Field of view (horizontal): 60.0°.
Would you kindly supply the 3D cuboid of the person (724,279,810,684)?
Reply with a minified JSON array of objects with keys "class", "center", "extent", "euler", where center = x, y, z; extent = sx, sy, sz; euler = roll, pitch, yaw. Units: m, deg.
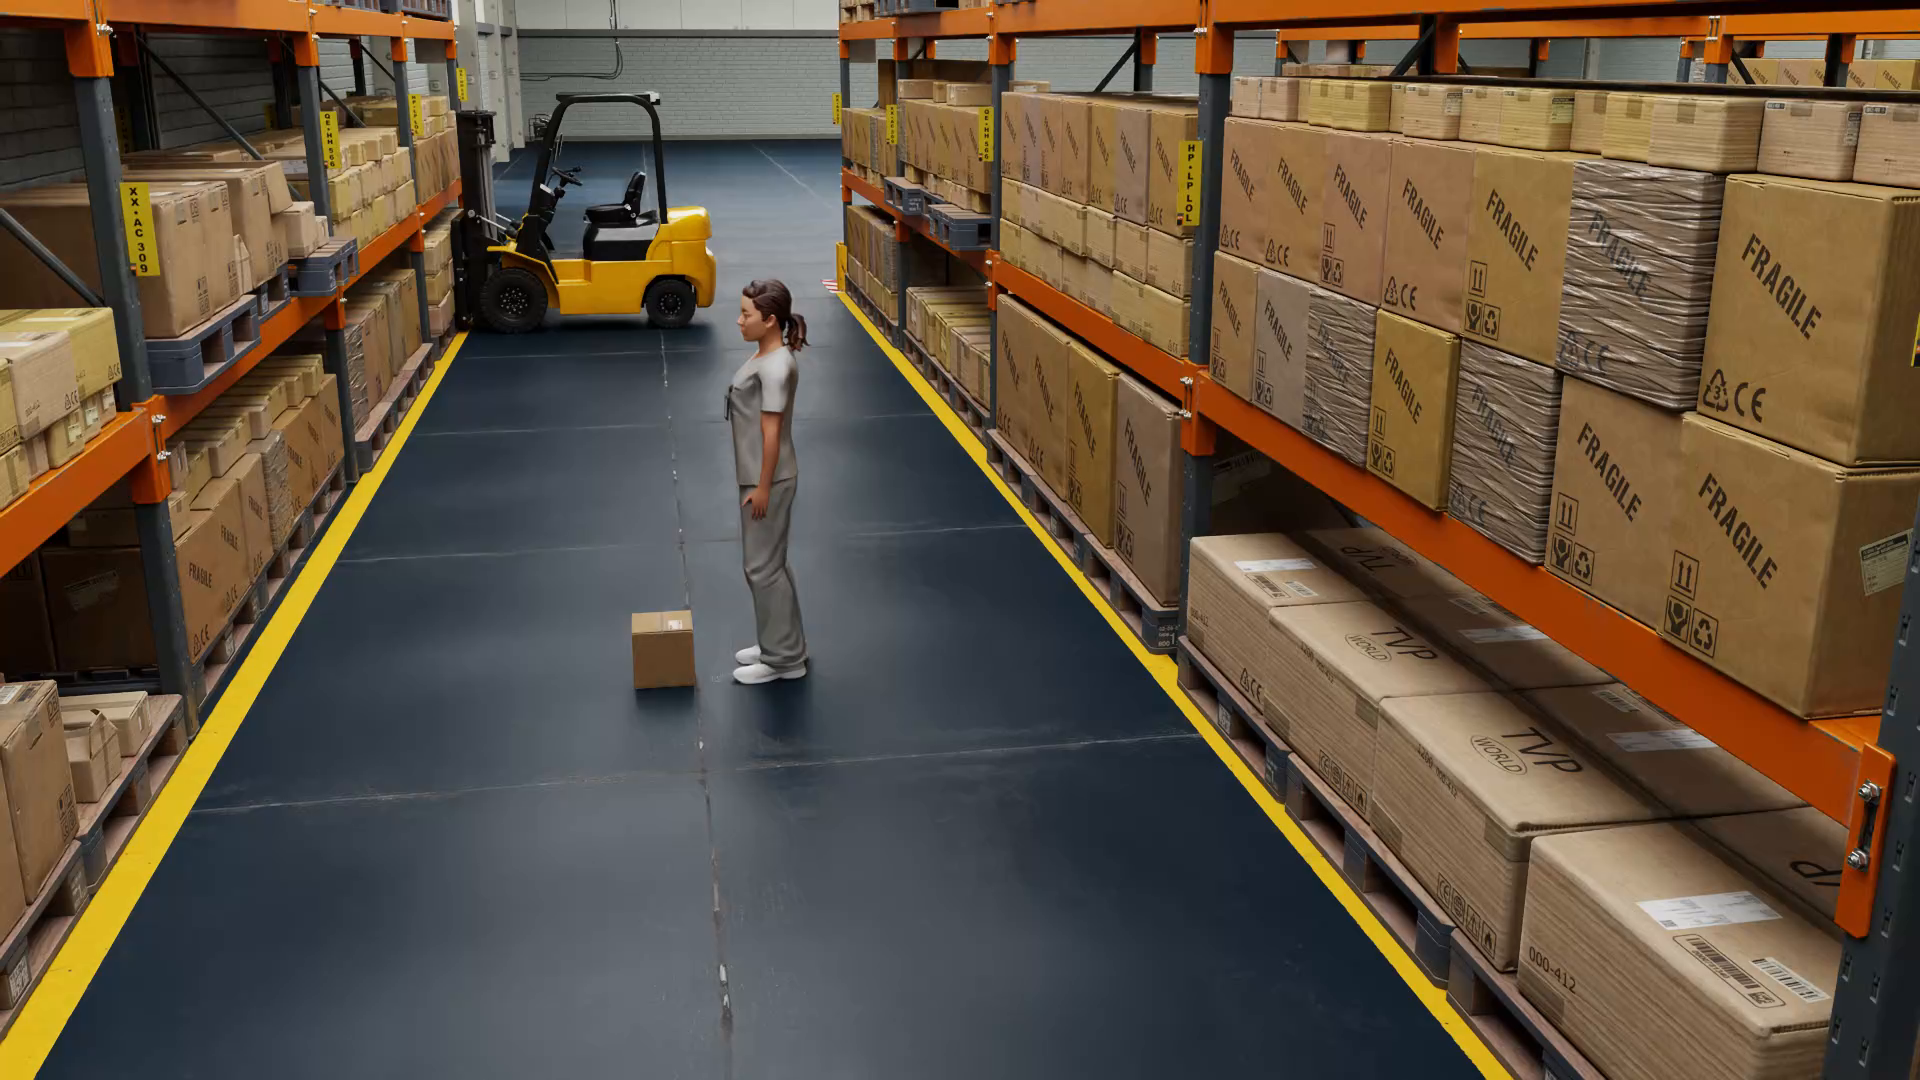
[{"class":"person","center":[-0.792,-0.237,6.864],"extent":[0.356,1.674,0.439],"euler":[-3,17,-9]}]
